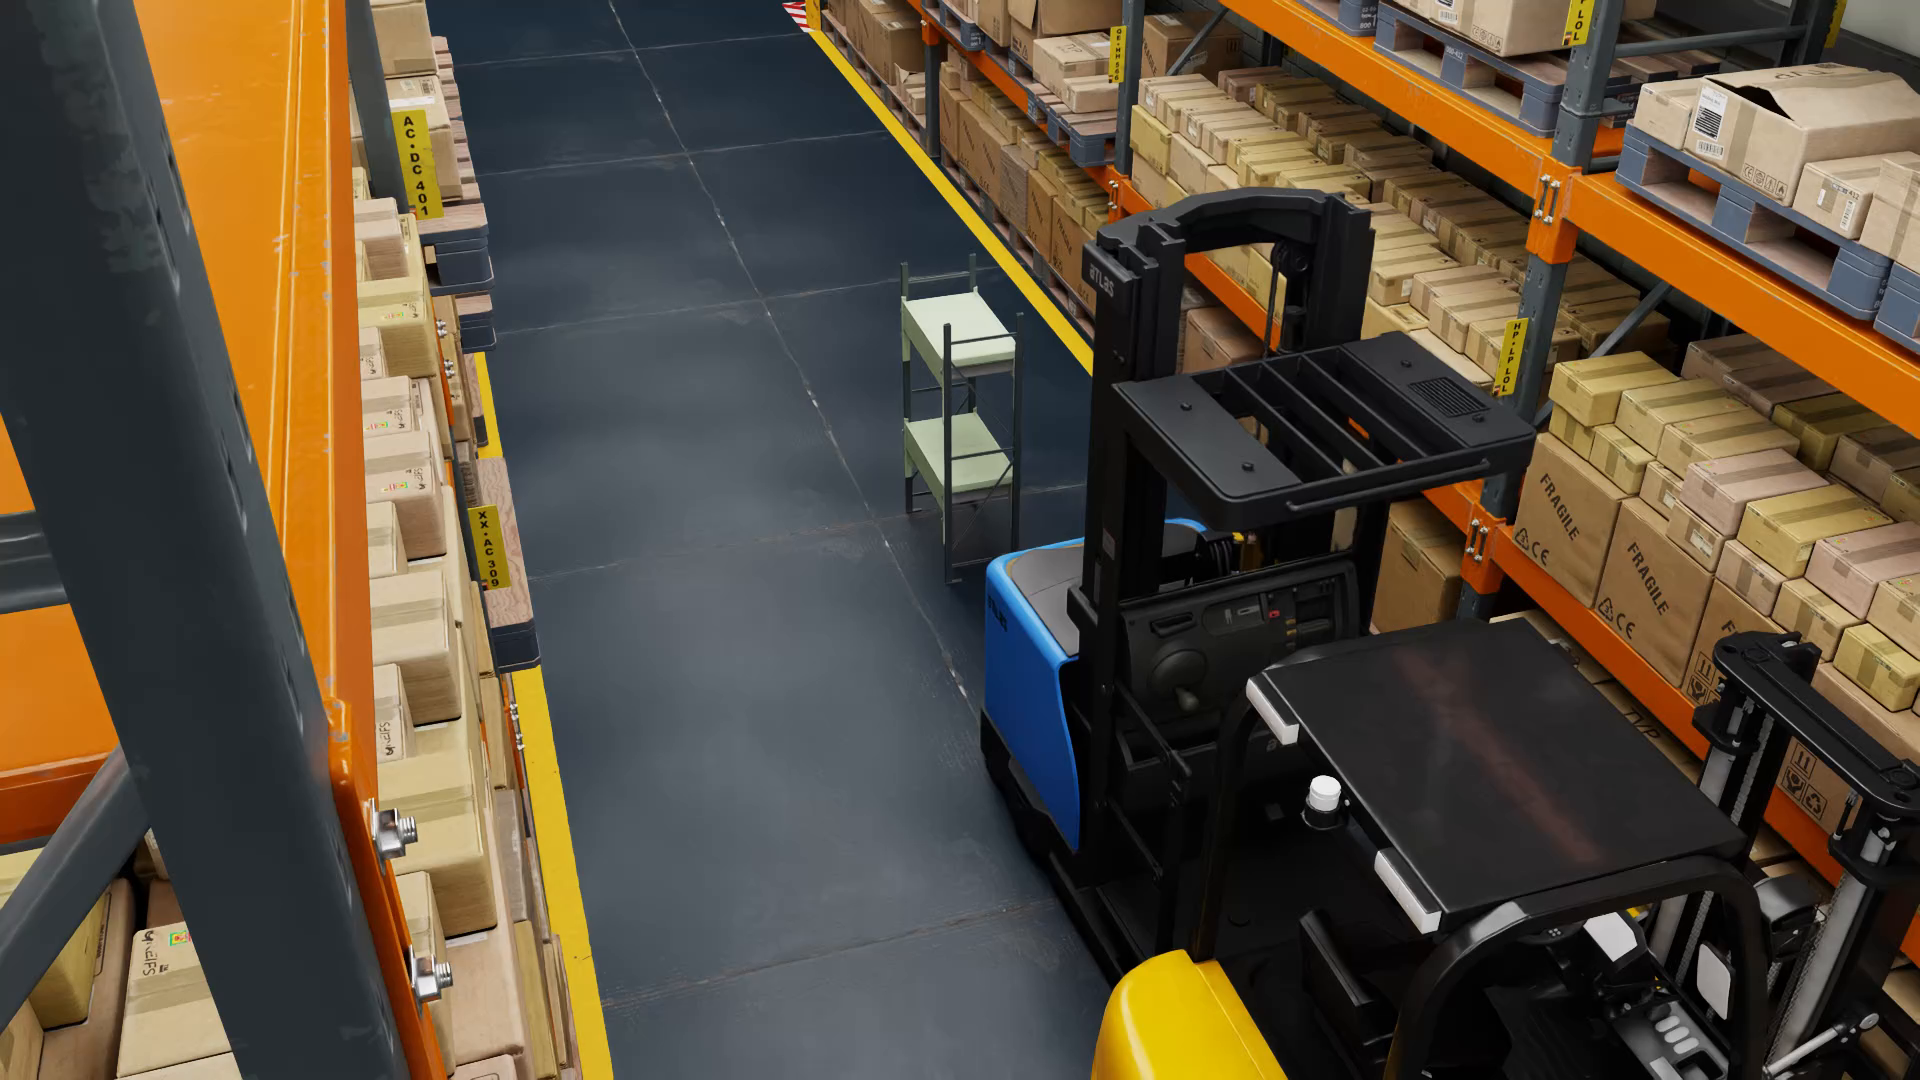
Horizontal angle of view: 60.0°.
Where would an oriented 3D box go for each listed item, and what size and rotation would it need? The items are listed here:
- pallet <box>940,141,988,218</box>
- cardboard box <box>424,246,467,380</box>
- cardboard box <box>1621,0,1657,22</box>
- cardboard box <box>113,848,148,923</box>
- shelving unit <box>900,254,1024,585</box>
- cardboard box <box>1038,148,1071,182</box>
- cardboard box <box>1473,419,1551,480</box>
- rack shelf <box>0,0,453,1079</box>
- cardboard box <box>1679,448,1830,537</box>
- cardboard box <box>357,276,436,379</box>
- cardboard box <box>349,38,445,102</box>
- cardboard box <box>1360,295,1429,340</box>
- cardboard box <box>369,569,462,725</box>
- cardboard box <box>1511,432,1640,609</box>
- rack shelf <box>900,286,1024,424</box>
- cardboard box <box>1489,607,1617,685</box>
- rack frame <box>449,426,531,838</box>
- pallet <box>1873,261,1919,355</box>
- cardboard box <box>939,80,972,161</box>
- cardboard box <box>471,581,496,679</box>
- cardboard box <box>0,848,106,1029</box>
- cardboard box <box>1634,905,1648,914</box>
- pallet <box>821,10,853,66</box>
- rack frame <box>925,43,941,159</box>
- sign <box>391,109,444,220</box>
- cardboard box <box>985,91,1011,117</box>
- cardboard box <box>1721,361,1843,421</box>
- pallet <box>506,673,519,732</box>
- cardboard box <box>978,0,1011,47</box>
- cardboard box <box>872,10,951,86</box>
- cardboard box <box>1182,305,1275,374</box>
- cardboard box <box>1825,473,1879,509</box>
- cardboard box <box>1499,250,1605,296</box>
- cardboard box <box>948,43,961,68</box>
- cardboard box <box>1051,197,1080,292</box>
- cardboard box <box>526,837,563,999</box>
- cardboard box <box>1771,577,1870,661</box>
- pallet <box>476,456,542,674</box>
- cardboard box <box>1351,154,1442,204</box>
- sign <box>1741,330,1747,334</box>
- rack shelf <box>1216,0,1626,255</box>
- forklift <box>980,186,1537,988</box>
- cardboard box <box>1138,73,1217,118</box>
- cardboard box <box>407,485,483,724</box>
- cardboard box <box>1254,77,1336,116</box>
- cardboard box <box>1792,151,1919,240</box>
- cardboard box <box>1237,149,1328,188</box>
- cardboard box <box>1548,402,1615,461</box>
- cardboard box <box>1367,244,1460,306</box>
[{"bbox_3d":[0.491,-2.968,13.370,1.003,0.211,1.213,-10,35,-15],"label":"pallet"},{"bbox_3d":[-2.407,-0.943,7.035,0.500,0.500,0.500,-11,35,-17],"label":"cardboard box"},{"bbox_3d":[2.575,-2.194,6.705,0.380,0.149,0.250,-10,35,-15],"label":"cardboard box"},{"bbox_3d":[-1.587,0.513,2.718,0.500,0.250,0.500,-9,35,-13],"label":"cardboard box"},{"bbox_3d":[0.002,-0.622,8.651,0.431,1.500,0.755,-10,35,-15],"label":"shelving unit"},{"bbox_3d":[0.770,-2.633,11.631,0.380,0.149,0.250,-11,35,-15],"label":"cardboard box"},{"bbox_3d":[2.244,-0.510,7.257,0.500,0.250,0.500,-9,35,-14],"label":"cardboard box"},{"bbox_3d":[-1.469,-0.667,2.571,1.077,0.370,4.000,-10,35,-15],"label":"rack shelf"},{"bbox_3d":[2.695,-0.164,5.648,0.380,0.149,0.250,-9,35,-14],"label":"cardboard box"},{"bbox_3d":[-1.424,-0.476,3.852,0.380,0.149,0.250,-9,35,-13],"label":"cardboard box"},{"bbox_3d":[-2.031,-1.520,5.683,0.500,0.250,0.500,-10,35,-15],"label":"cardboard box"},{"bbox_3d":[2.090,-0.982,7.517,0.500,0.250,0.500,-11,35,-16],"label":"cardboard box"},{"bbox_3d":[-1.057,0.204,2.824,0.380,0.149,0.250,-9,35,-13],"label":"cardboard box"},{"bbox_3d":[2.534,-0.117,6.435,0.500,0.500,0.500,-11,35,-16],"label":"cardboard box"},{"bbox_3d":[0.002,-0.948,8.436,0.431,0.370,0.720,-10,35,-15],"label":"rack shelf"},{"bbox_3d":[2.496,0.510,6.784,0.500,0.250,0.500,-11,35,-15],"label":"cardboard box"},{"bbox_3d":[-2.079,0.485,5.615,1.000,3.000,0.127,-10,35,-15],"label":"rack frame"},{"bbox_3d":[3.300,-0.484,4.440,1.003,0.211,1.213,-10,35,-15],"label":"pallet"},{"bbox_3d":[0.140,-3.393,13.369,0.500,0.500,0.500,-9,34,-13],"label":"cardboard box"},{"bbox_3d":[-1.707,0.510,5.216,0.500,0.500,0.500,-11,35,-16],"label":"cardboard box"},{"bbox_3d":[-1.409,0.563,2.281,0.380,0.149,0.250,-10,35,-14],"label":"cardboard box"},{"bbox_3d":[2.820,1.461,6.251,0.500,0.250,0.500,-9,35,-14],"label":"cardboard box"},{"bbox_3d":[-0.746,-5.031,16.491,1.003,0.211,1.213,-10,35,-15],"label":"pallet"},{"bbox_3d":[0.207,-4.552,13.238,1.000,3.000,0.127,-10,35,-15],"label":"rack frame"},{"bbox_3d":[-1.565,-1.078,4.790,0.100,0.325,0.005,-10,35,-15],"label":"sign"},{"bbox_3d":[0.407,-3.315,12.664,0.380,0.149,0.250,-11,35,-16],"label":"cardboard box"},{"bbox_3d":[3.069,-0.533,6.206,0.380,0.149,0.250,-11,35,-16],"label":"cardboard box"},{"bbox_3d":[-2.694,0.598,7.973,1.003,0.211,1.213,-10,35,-15],"label":"pallet"},{"bbox_3d":[0.539,-3.794,11.618,0.700,0.500,0.500,-10,35,-15],"label":"cardboard box"},{"bbox_3d":[-0.377,-4.447,14.965,0.700,0.500,0.500,-11,35,-17],"label":"cardboard box"},{"bbox_3d":[1.811,-0.965,9.582,0.875,0.625,0.625,-9,34,-13],"label":"cardboard box"},{"bbox_3d":[3.288,-0.143,5.886,0.380,0.149,0.250,-10,35,-14],"label":"cardboard box"},{"bbox_3d":[2.637,-1.166,7.434,0.380,0.149,0.250,-10,35,-15],"label":"cardboard box"},{"bbox_3d":[0.121,-3.856,13.213,0.380,0.149,0.250,-11,35,-16],"label":"cardboard box"},{"bbox_3d":[0.951,-2.035,11.314,0.500,0.500,0.500,-11,35,-15],"label":"cardboard box"},{"bbox_3d":[-1.643,1.409,5.649,0.500,0.500,0.500,-10,35,-15],"label":"cardboard box"},{"bbox_3d":[2.857,0.224,5.330,0.380,0.149,0.250,-11,35,-16],"label":"cardboard box"},{"bbox_3d":[-2.174,0.139,6.312,1.003,0.211,1.213,-10,35,-15],"label":"pallet"},{"bbox_3d":[2.206,-1.825,8.431,0.380,0.149,0.250,-9,35,-13],"label":"cardboard box"},{"bbox_3d":[3.175,-0.840,6.763,0.100,0.325,0.005,-10,35,-15],"label":"sign"},{"bbox_3d":[2.037,-2.353,7.842,1.077,0.370,4.000,-10,35,-15],"label":"rack shelf"},{"bbox_3d":[1.097,0.408,5.793,1.130,2.935,3.031,-12,35,-18],"label":"forklift"},{"bbox_3d":[1.244,-2.548,9.525,0.380,0.149,0.250,-9,35,-13],"label":"cardboard box"},{"bbox_3d":[-1.222,0.158,3.256,0.500,0.250,0.500,-9,35,-14],"label":"cardboard box"},{"bbox_3d":[1.905,-2.509,9.467,0.380,0.149,0.250,-9,35,-13],"label":"cardboard box"},{"bbox_3d":[2.729,-1.025,4.936,0.380,0.149,0.250,-9,35,-13],"label":"cardboard box"},{"bbox_3d":[1.647,-1.872,8.502,0.380,0.149,0.250,-9,35,-14],"label":"cardboard box"},{"bbox_3d":[2.494,-0.453,6.355,0.380,0.149,0.250,-11,35,-15],"label":"cardboard box"},{"bbox_3d":[2.004,-1.192,7.473,0.380,0.149,0.250,-11,35,-16],"label":"cardboard box"}]
